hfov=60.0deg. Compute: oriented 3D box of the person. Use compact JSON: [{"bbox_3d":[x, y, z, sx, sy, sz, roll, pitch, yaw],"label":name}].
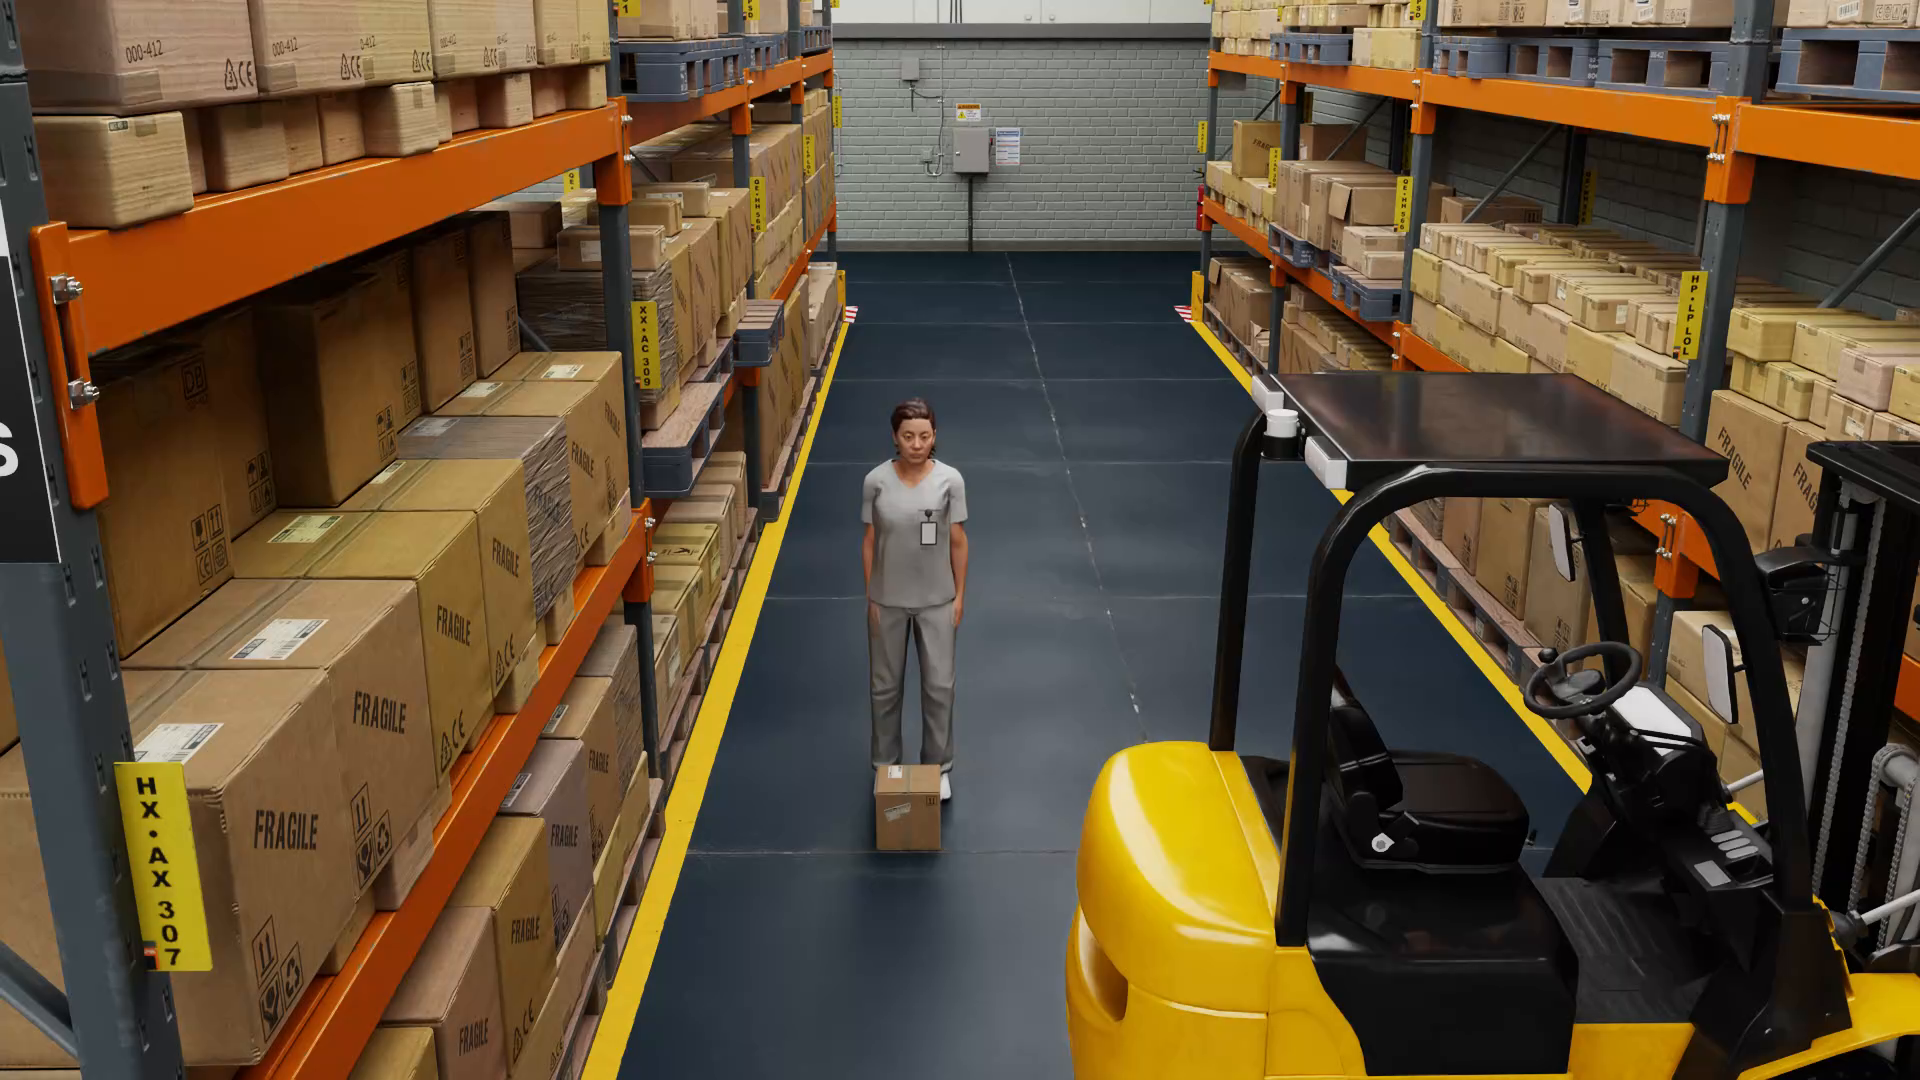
[{"bbox_3d":[-0.185,0.246,6.786,0.437,1.679,0.367,0,17,0],"label":"person"}]
